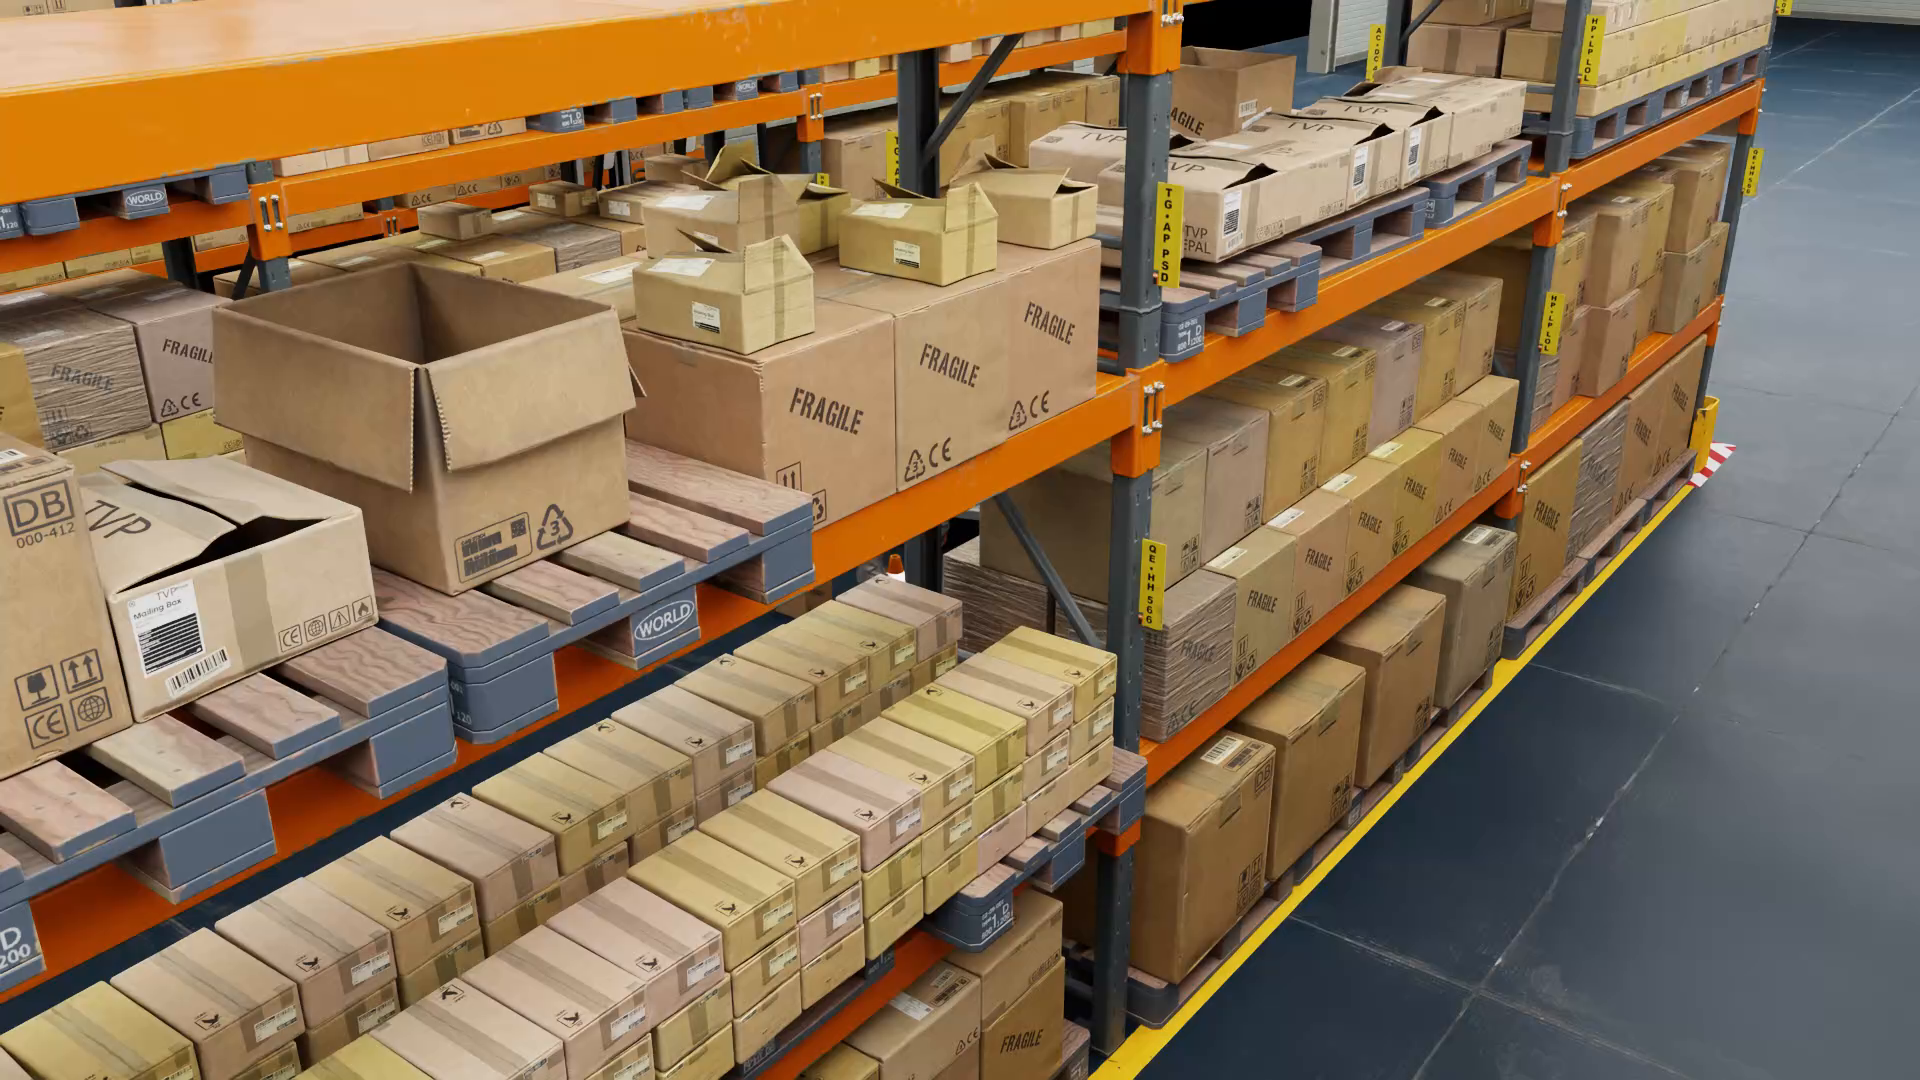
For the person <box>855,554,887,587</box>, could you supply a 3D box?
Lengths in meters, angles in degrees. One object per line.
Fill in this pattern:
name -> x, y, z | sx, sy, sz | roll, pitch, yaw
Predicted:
person -> -0.586, -0.217, 9.561 | 0.664, 1.664, 0.508 | 19, 30, 37
